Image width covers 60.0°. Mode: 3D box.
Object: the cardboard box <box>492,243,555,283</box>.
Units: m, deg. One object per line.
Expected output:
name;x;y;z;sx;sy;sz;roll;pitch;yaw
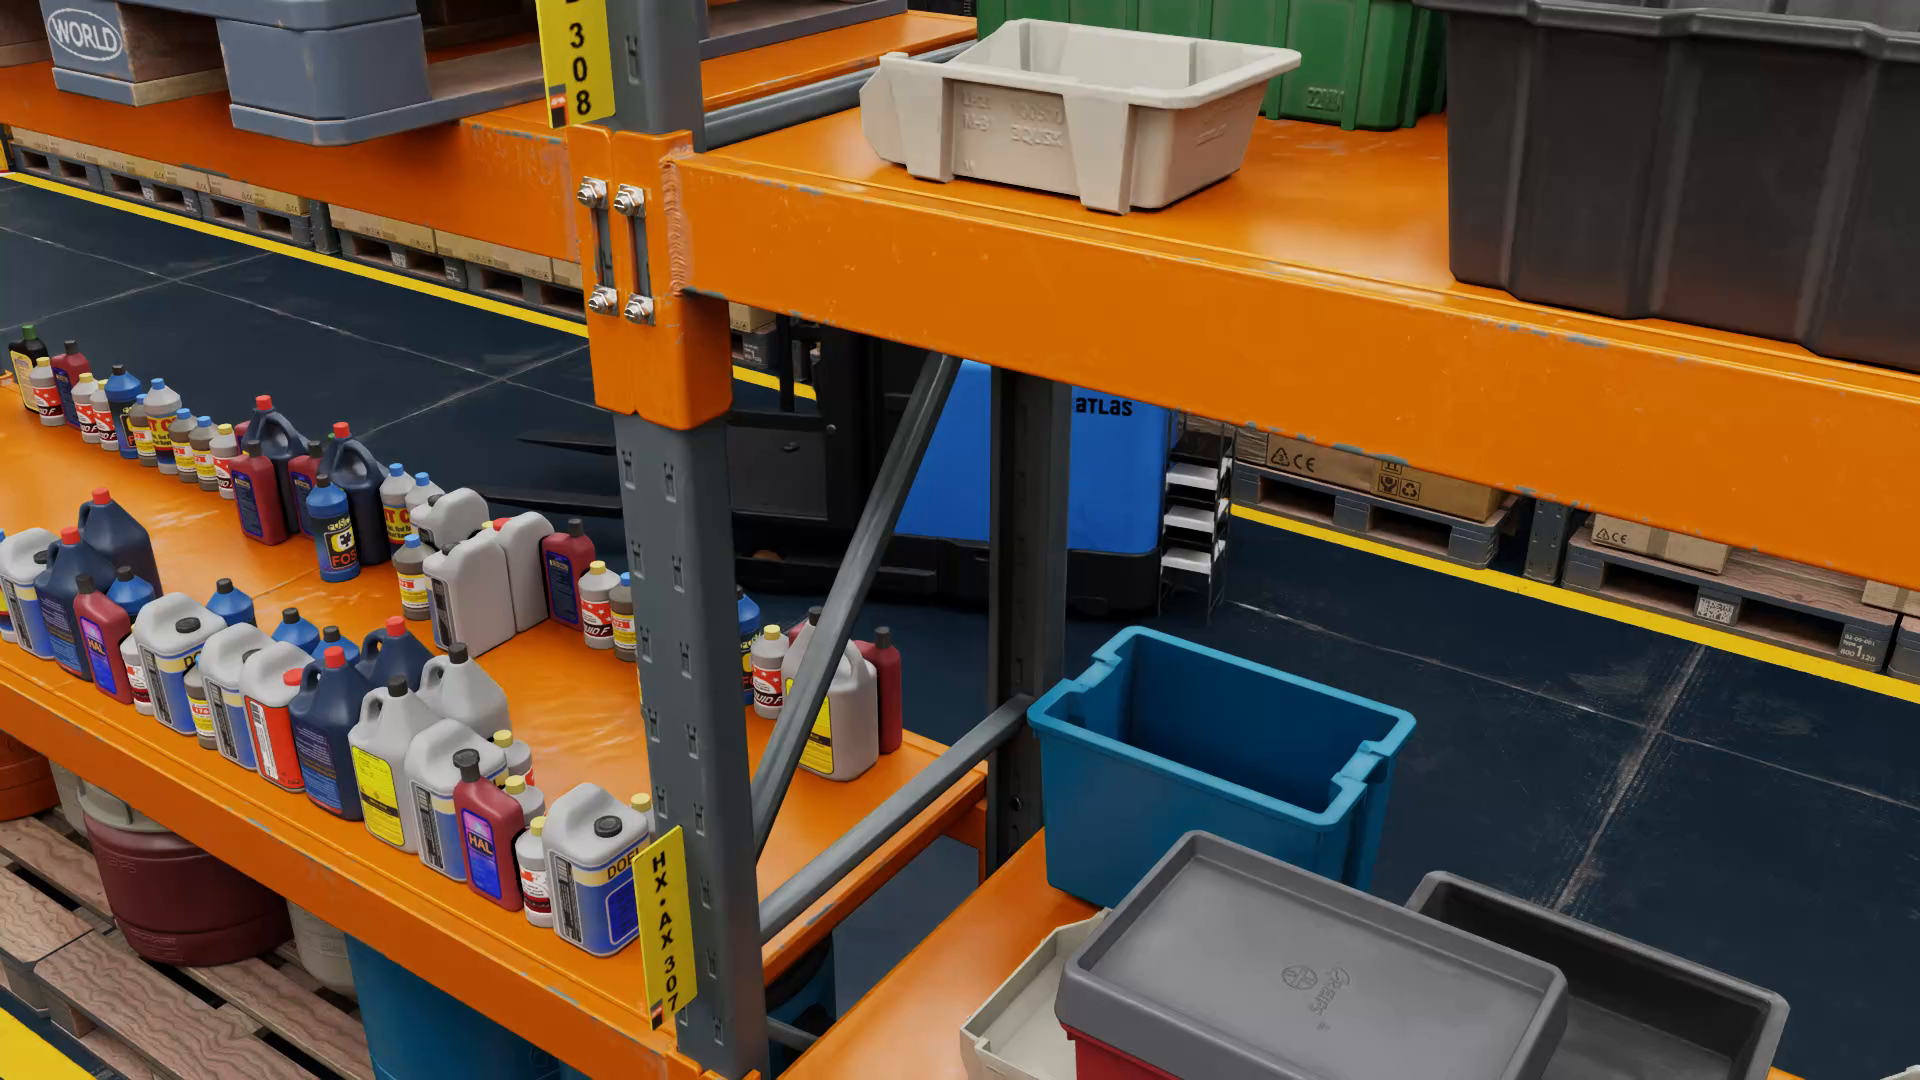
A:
cardboard box;-2.454;-1.774;9.997;0.500;0.250;0.500;18;32;31

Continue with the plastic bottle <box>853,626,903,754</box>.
plastic bottle;-0.188;0.300;3.481;0.133;0.283;0.061;17;32;30

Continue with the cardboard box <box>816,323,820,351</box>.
cardboard box;-0.404;-1.234;8.639;0.500;0.500;0.500;19;32;32

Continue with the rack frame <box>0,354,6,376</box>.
rack frame;-3.424;-0.525;4.975;0.127;3.000;1.000;17;32;30

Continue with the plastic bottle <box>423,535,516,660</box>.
plastic bottle;-1.143;0.115;3.853;0.135;0.276;0.152;17;32;30

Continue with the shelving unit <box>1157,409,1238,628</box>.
shelving unit;0.929;-0.124;6.501;0.210;0.900;0.258;11;29;20

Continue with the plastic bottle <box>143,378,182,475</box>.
plastic bottle;-2.254;-0.328;4.729;0.097;0.271;0.097;0;27;0

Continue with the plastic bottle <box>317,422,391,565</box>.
plastic bottle;-1.537;-0.127;4.247;0.185;0.351;0.144;17;32;30

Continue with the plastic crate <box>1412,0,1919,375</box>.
plastic crate;0.741;-0.355;1.477;0.590;0.269;0.497;17;32;30

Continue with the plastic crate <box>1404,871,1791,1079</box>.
plastic crate;0.947;0.785;2.638;0.590;0.125;0.437;17;32;30

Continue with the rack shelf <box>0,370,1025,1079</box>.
rack shelf;-1.776;0.309;4.129;4.000;0.370;1.077;17;32;30

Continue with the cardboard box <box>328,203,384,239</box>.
cardboard box;-3.722;-2.169;10.773;0.500;0.250;0.500;16;31;29

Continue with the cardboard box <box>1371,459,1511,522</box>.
cardboard box;2.111;-0.450;7.099;0.500;0.500;0.500;17;32;30

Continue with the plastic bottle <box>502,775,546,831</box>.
plastic bottle;-0.822;0.534;3.113;0.097;0.201;0.097;0;27;0

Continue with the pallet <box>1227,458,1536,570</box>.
pallet;1.988;-0.301;7.608;1.213;0.211;1.003;17;32;30

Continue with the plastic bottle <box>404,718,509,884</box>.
plastic bottle;-0.936;0.483;3.130;0.135;0.276;0.152;17;32;30

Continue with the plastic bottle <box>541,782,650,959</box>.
plastic bottle;-0.635;0.577;2.946;0.135;0.276;0.152;17;32;30

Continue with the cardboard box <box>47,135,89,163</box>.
cardboard box;-6.481;-3.044;12.493;0.500;0.250;0.500;17;32;30

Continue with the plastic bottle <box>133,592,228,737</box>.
plastic bottle;-1.654;0.260;3.570;0.135;0.276;0.152;17;32;30

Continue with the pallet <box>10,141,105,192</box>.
pallet;-6.557;-3.007;12.926;1.213;0.211;1.003;17;32;30

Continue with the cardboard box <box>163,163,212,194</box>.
cardboard box;-5.247;-2.657;11.733;0.500;0.250;0.500;17;32;30

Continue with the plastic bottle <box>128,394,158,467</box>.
plastic bottle;-2.334;-0.321;4.794;0.097;0.201;0.097;0;27;0

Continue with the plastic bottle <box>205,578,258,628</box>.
plastic bottle;-1.599;0.210;3.672;0.097;0.271;0.097;0;27;0

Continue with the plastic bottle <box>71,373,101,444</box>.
plastic bottle;-2.575;-0.396;4.941;0.097;0.201;0.097;0;27;0

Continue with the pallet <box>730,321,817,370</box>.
pallet;-1.273;-1.359;9.688;1.213;0.211;1.003;17;32;30

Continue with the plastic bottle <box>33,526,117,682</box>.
plastic bottle;-1.978;0.127;3.747;0.185;0.351;0.144;17;32;30

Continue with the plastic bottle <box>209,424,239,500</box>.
plastic bottle;-2.013;-0.221;4.597;0.097;0.201;0.097;0;27;0

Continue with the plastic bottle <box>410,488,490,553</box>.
plastic bottle;-1.248;-0.001;4.082;0.135;0.276;0.152;17;32;30

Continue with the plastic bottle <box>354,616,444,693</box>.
plastic bottle;-1.141;0.309;3.390;0.185;0.351;0.144;17;32;30

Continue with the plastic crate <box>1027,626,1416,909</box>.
plastic crate;0.451;0.475;2.961;0.575;0.384;0.392;17;32;30

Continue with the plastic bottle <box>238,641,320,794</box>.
plastic bottle;-1.352;0.354;3.385;0.135;0.276;0.152;17;32;30

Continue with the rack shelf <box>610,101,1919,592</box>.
rack shelf;1.521;-0.001;1.430;4.000;0.370;1.077;17;32;30

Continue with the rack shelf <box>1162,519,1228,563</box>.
rack shelf;0.929;-0.014;6.557;0.200;0.077;0.258;11;29;20

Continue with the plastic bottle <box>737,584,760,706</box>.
plastic bottle;-0.484;0.224;3.645;0.097;0.271;0.097;0;27;0

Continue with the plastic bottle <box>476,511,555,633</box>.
plastic bottle;-1.056;0.058;3.965;0.135;0.276;0.152;17;32;30

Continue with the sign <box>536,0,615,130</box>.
sign;-0.440;-0.634;1.871;0.005;0.325;0.100;17;32;30

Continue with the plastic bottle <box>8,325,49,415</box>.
plastic bottle;-2.849;-0.529;5.110;0.133;0.283;0.061;17;32;30

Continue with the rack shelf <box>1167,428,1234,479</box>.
rack shelf;0.929;-0.335;6.393;0.200;0.077;0.258;11;29;20

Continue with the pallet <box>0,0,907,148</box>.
pallet;-0.829;-0.915;2.643;1.003;0.211;1.213;17;32;30

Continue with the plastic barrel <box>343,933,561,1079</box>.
plastic barrel;-1.150;0.922;3.981;0.708;0.901;0.600;17;32;30

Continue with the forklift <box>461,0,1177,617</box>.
forklift;-0.622;-1.324;6.621;3.031;2.935;1.130;5;27;10

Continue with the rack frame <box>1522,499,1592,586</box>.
rack frame;2.680;-1.349;6.593;0.127;3.000;1.000;17;32;30

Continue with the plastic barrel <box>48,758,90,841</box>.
plastic barrel;-2.496;0.627;4.990;0.421;0.512;0.421;0;27;0

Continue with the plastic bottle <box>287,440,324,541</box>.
plastic bottle;-1.680;-0.131;4.328;0.133;0.283;0.061;17;32;30
